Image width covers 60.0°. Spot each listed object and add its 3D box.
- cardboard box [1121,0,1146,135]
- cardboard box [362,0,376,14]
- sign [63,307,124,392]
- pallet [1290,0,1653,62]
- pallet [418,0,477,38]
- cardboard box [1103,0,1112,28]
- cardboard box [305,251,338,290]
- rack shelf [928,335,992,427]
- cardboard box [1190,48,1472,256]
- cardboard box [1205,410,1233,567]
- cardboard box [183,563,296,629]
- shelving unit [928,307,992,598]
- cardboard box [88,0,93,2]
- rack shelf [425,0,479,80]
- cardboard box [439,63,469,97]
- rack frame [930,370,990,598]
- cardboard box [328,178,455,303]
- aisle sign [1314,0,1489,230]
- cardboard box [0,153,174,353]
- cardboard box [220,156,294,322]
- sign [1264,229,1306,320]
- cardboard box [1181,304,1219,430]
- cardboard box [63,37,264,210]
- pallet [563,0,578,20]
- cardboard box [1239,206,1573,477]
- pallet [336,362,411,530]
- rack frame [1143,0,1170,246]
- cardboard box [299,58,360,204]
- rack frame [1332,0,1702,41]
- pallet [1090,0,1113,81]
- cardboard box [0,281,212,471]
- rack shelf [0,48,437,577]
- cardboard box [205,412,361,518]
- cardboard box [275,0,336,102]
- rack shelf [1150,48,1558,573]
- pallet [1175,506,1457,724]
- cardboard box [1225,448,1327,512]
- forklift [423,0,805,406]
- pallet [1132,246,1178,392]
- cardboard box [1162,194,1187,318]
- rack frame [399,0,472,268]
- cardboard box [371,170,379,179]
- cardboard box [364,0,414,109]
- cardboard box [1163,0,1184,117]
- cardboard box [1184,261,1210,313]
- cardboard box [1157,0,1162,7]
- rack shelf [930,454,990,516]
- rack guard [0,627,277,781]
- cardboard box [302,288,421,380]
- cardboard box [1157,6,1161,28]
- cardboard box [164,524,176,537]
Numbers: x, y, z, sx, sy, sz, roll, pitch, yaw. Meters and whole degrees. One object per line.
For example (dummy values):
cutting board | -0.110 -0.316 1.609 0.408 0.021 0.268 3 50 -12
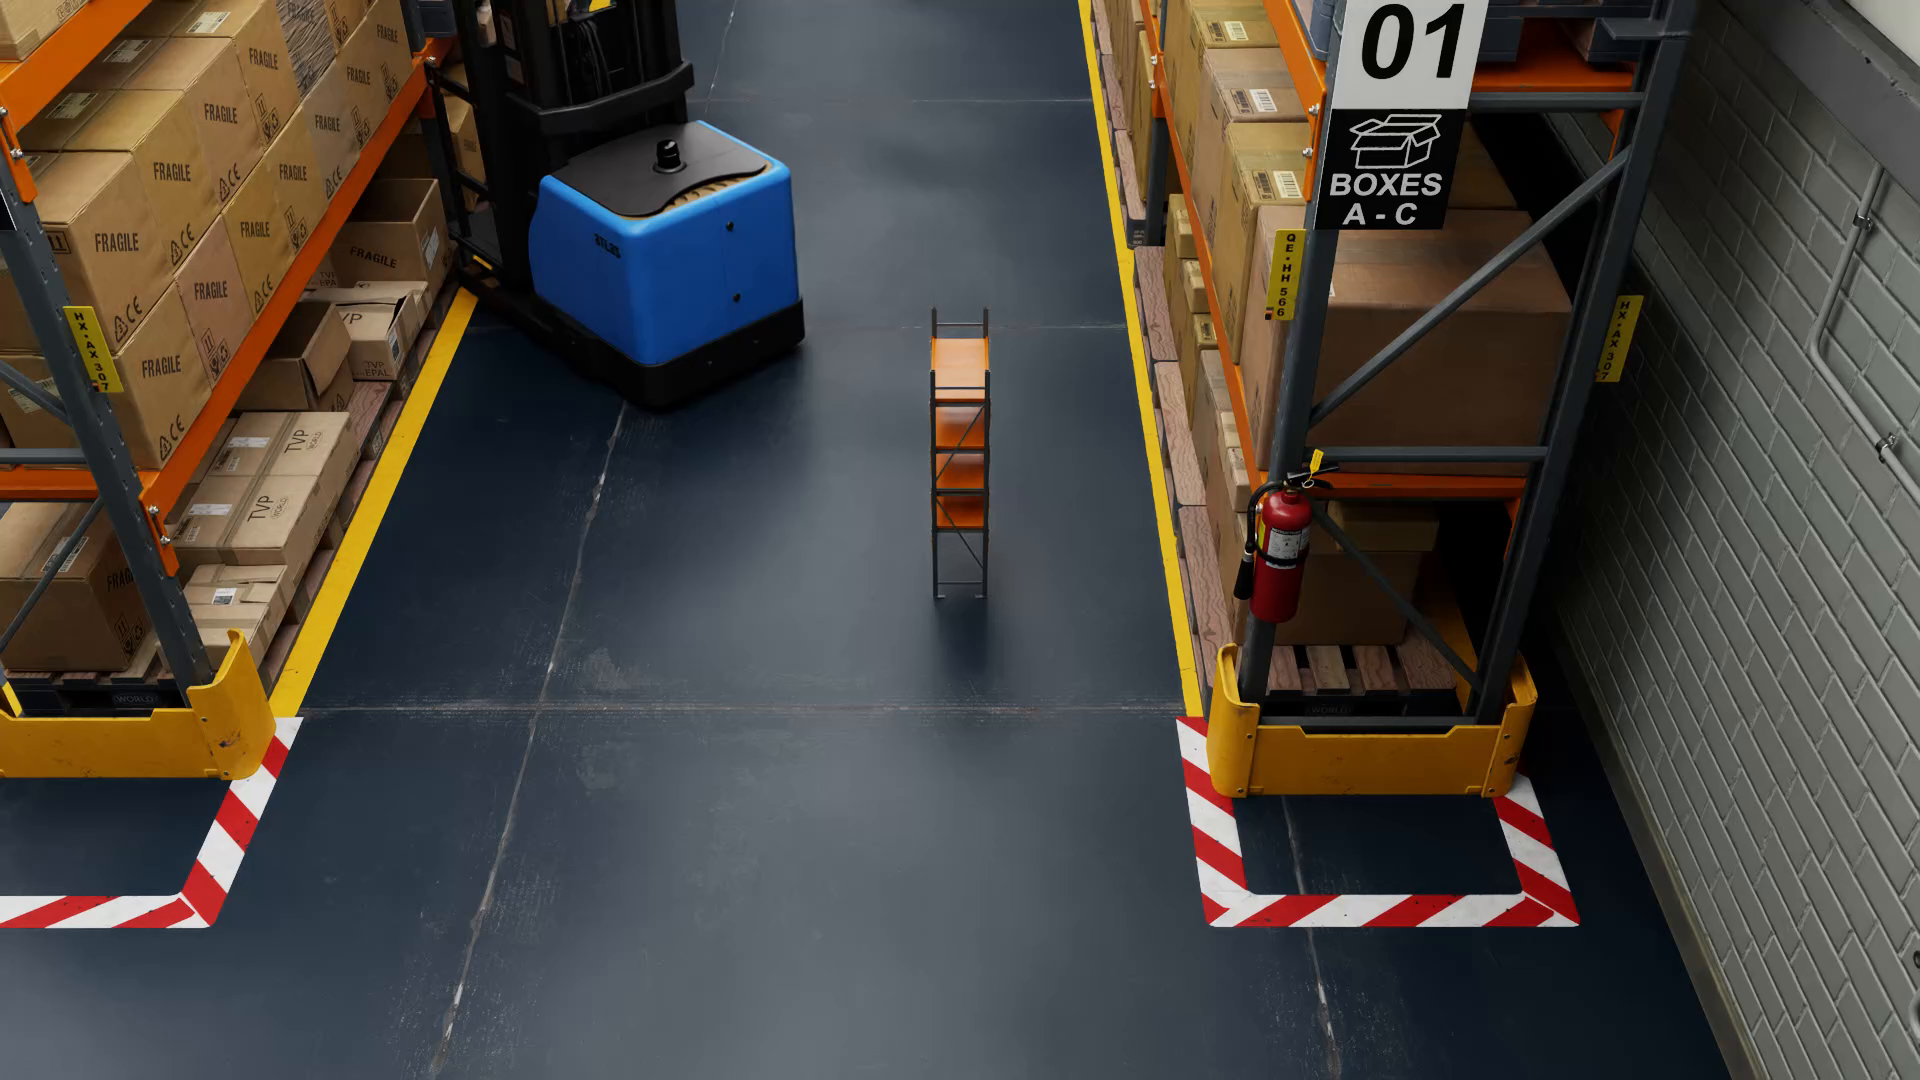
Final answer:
cardboard box | 1.439 -3.076 10.573 0.750 0.750 0.750 1 39 1
cardboard box | -3.120 -2.896 8.086 0.500 0.500 0.500 0 39 0
sign | -2.833 -0.620 5.433 0.100 0.325 0.005 0 39 0
pallet | 1.567 -1.887 5.379 1.003 0.211 1.213 0 39 0
pallet | -3.272 -3.208 9.508 1.003 0.211 1.213 0 39 0
cardboard box | 1.439 -4.155 11.920 0.750 0.750 0.750 -1 39 -1
cardboard box | -3.596 -1.643 9.200 0.500 0.311 0.500 0 39 0
rack shelf | 0.000 -0.671 7.000 0.258 0.148 0.480 0 39 0
cardboard box | 1.564 -1.655 7.177 0.980 0.700 0.700 -2 39 -2
cardboard box | 1.477 -0.227 7.297 0.700 0.500 0.500 0 39 0
cardboard box | -3.032 0.234 6.973 0.380 0.166 0.250 0 39 0
shelving unit | 0.000 -0.365 7.246 0.258 1.200 0.503 0 39 0
cardboard box | -3.109 -2.028 5.603 0.500 0.250 0.500 0 39 0
rack shelf | -3.382 -3.753 10.610 1.077 0.370 4.000 0 39 0
cardboard box | -3.149 -2.615 10.262 0.500 0.500 0.500 0 39 1
rack frame | 0.000 -0.212 7.055 0.240 1.200 0.015 0 39 0
cardboard box | -3.096 -1.623 9.024 0.500 0.500 0.500 0 39 0
aisle sign | 1.278 -1.257 4.841 0.394 0.787 0.004 0 39 0
cardboard box | -3.112 -0.988 5.705 0.500 0.500 0.500 1 39 1
cardboard box | -3.116 -1.235 6.812 0.500 0.500 0.500 0 39 0
sign | 1.036 -0.840 5.284 0.100 0.325 0.005 0 39 0
cardboard box | 1.468 -0.874 8.106 0.700 0.500 0.500 1 39 1
cardboard box | -3.116 -1.628 6.504 0.500 0.500 0.500 0 39 1
pallet | -3.421 -3.729 12.235 1.003 0.211 1.213 0 39 0
cardboard box | 1.568 -0.723 6.014 0.980 0.700 0.700 2 39 2
pallet | -3.376 -0.500 8.206 1.003 0.211 1.213 0 39 0
rack frame | 1.574 -2.789 8.831 1.000 3.000 0.127 0 39 0
cardboard box | -3.118 -1.866 7.600 0.500 0.500 0.500 1 39 1
rack frame | 1.578 -2.629 3.834 1.000 3.000 0.127 0 39 0
pallet | 1.495 -3.709 12.210 1.003 0.211 1.213 0 39 0
cardboard box | -3.112 -0.598 6.018 0.500 0.500 0.500 1 39 1
rack shelf | -3.378 -1.252 7.488 1.077 0.370 4.000 0 39 0
cardboard box | -3.093 -0.346 7.630 0.500 0.250 0.500 0 39 0
cardboard box | -3.117 -2.261 7.293 0.500 0.500 0.500 0 39 0
rack shelf | 1.576 -1.257 7.496 1.077 0.370 4.000 0 39 0
pallet | 1.499 0.301 7.206 1.003 0.211 1.213 0 39 0
cardboard box | 1.295 -0.247 6.804 0.380 0.149 0.250 0 39 -1
forklift | -2.217 -2.656 8.720 1.130 2.935 3.031 -31 48 -32
pallet | 1.496 -1.225 9.110 1.003 0.211 1.213 0 39 0
cardboard box | 1.472 -1.510 8.898 0.700 0.500 0.500 0 39 1
rack frame | -3.380 -2.783 8.824 1.000 3.000 0.127 0 39 0
cardboard box | -3.667 -2.288 9.853 0.500 0.500 0.500 0 39 0
cardboard box | -3.123 -2.510 8.403 0.500 0.500 0.500 1 39 1
cardboard box | 1.558 -2.567 8.314 0.980 0.700 0.700 1 39 1
cardboard box | 1.291 -1.222 8.021 0.380 0.149 0.250 -1 39 -1
cardboard box | 1.321 -3.240 9.061 0.500 0.500 0.500 -1 39 -1
rack shelf | 0.000 -0.312 7.288 0.258 0.148 0.480 0 39 0
rack guard | -3.375 0.646 6.544 1.175 0.500 0.348 0 39 0
cardboard box | -3.095 -1.080 8.498 0.500 0.311 0.500 0 39 0
cardboard box | 1.290 -2.910 9.167 0.380 0.149 0.250 0 39 0
cardboard box | -3.533 0.059 7.191 0.380 0.166 0.250 0 39 0
